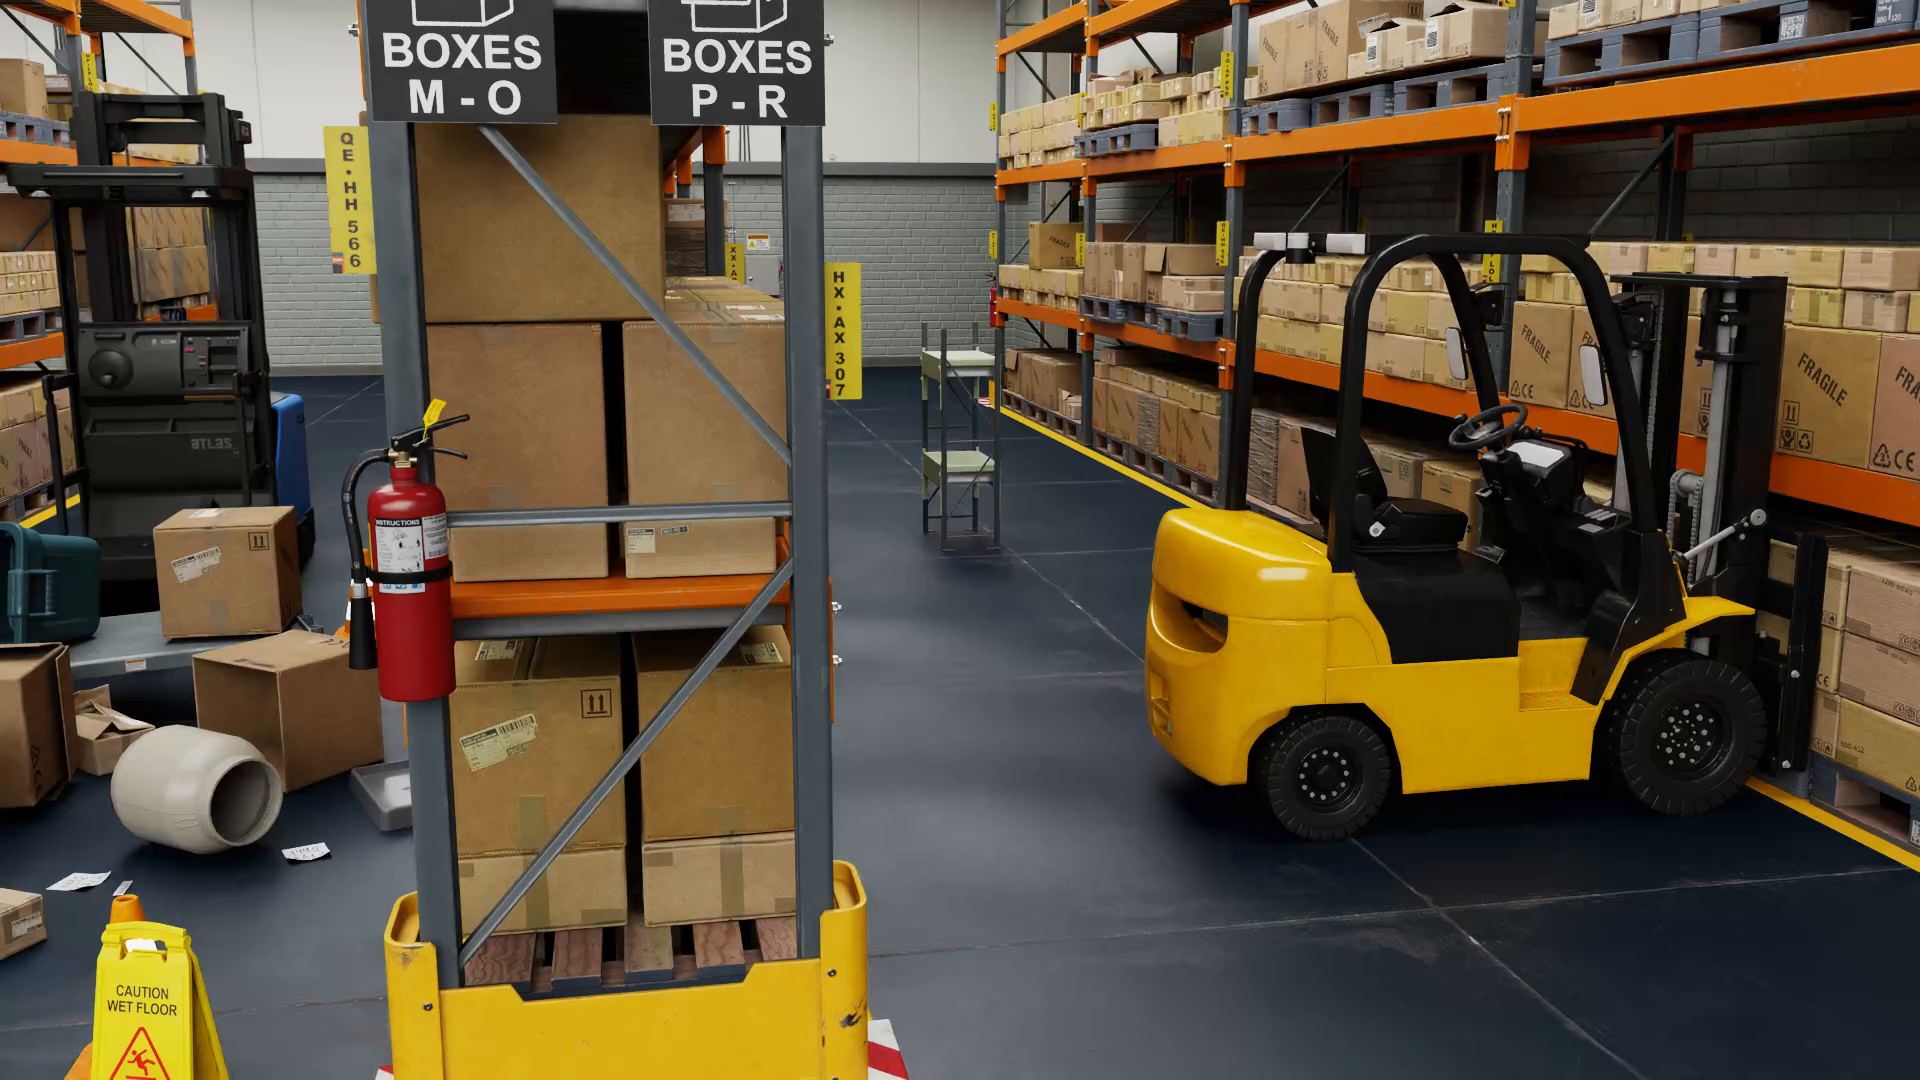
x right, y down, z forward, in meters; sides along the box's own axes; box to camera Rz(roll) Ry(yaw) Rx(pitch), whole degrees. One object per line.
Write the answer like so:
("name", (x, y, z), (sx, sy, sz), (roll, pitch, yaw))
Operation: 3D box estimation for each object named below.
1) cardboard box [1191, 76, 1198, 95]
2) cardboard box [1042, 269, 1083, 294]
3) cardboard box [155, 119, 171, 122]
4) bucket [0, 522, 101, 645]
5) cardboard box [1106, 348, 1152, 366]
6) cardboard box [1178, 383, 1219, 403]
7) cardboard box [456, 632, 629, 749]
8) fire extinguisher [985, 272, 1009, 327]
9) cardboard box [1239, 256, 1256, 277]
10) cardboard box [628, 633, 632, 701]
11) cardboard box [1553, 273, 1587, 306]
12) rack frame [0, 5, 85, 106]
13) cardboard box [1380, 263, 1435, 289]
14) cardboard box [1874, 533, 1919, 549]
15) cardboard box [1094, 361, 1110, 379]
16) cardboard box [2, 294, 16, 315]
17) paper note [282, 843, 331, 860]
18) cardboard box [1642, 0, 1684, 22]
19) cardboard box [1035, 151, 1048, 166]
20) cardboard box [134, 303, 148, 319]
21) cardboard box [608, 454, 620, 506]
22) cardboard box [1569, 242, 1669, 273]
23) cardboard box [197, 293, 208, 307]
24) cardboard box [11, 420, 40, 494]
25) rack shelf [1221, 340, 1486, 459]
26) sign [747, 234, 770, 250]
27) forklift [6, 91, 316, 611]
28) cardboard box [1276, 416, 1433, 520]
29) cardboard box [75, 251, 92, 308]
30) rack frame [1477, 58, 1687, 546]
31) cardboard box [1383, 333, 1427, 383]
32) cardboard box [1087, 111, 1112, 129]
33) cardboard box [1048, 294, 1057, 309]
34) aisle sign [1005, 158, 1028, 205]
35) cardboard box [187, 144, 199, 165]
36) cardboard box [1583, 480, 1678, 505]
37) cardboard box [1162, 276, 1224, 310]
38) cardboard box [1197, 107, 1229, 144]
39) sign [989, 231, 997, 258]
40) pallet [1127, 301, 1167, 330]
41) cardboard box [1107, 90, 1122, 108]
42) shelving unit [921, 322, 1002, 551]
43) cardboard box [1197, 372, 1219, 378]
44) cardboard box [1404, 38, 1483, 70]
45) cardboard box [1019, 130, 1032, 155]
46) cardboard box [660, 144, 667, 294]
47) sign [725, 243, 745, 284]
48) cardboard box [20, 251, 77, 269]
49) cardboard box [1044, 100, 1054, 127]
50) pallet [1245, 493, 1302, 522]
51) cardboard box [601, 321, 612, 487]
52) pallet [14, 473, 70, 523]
("cardboard box", (2.079, -3.644, 13.339), (0.380, 0.149, 0.250), (-2, 11, -12))
("cardboard box", (1.181, -2.777, 17.870), (0.500, 0.250, 0.500), (-2, 11, -11))
("cardboard box", (-8.230, -4.173, 16.641), (0.500, 0.250, 0.500), (-2, 11, -10))
("bucket", (-4.145, 0.213, 7.246), (0.726, 0.611, 0.620), (2, 1, 9))
("cardboard box", (1.622, -1.758, 15.945), (0.380, 0.149, 0.250), (-3, 11, -14))
("cardboard box", (2.051, -1.230, 13.966), (0.380, 0.149, 0.250), (-2, 11, -9))
("cardboard box", (-1.335, 0.488, 5.333), (0.500, 0.500, 0.500), (-2, 11, -9))
("fire extinguisher", (0.455, -2.959, 20.426), (0.296, 0.674, 0.183), (-2, 11, -11))
("cardboard box", (2.266, -2.002, 12.189), (0.380, 0.149, 0.250), (-2, 11, -9))
("cardboard box", (-1.632, 0.572, 6.901), (0.500, 0.250, 0.500), (-1, 11, -8))
("cardboard box", (3.127, -1.222, 8.091), (0.380, 0.149, 0.250), (-2, 11, -10))
("rack frame", (-7.989, -5.004, 13.920), (1.000, 3.000, 0.127), (-2, 11, -11))
("cardboard box", (2.752, -1.579, 9.968), (0.380, 0.149, 0.250), (-2, 11, -12))
("cardboard box", (3.954, 0.139, 6.502), (0.500, 0.250, 0.500), (-2, 11, -11))
("cardboard box", (1.524, -1.658, 16.214), (0.380, 0.149, 0.250), (-2, 11, -8))
("cardboard box", (-7.409, -1.787, 12.609), (0.380, 0.149, 0.250), (-2, 11, -13))
("paper note", (-2.304, 1.095, 5.863), (0.142, 0.019, 0.148), (-6, 13, -31))
("cardboard box", (3.210, -2.341, 7.231), (0.380, 0.149, 0.250), (-2, 11, -9))
("cardboard box", (1.027, -4.123, 17.987), (0.380, 0.149, 0.250), (-2, 11, -10))
("cardboard box", (-7.981, -2.188, 15.840), (0.380, 0.149, 0.250), (-2, 11, -10))
("cardboard box", (-1.280, -0.180, 5.294), (0.380, 0.149, 0.250), (-2, 11, -10))
("cardboard box", (3.199, -1.370, 8.074), (0.380, 0.149, 0.250), (-2, 11, -10))
("cardboard box", (-8.426, -2.618, 18.099), (0.380, 0.149, 0.250), (-2, 11, -11))
("cardboard box", (-7.304, -0.627, 12.529), (0.500, 0.500, 0.500), (-2, 11, -12))
("rack shelf", (2.882, -0.983, 10.762), (1.077, 0.370, 4.000), (-2, 11, -11))
("sign", (-3.056, -4.514, 25.180), (0.339, 0.242, 0.001), (-2, 11, -11))
("forklift", (-4.616, -1.080, 9.533), (1.130, 2.935, 3.031), (-2, 11, -10))
("cardboard box", (2.736, -0.508, 11.573), (0.875, 0.625, 0.625), (-2, 11, -9))
("cardboard box", (-7.838, -2.352, 14.970), (0.500, 0.500, 0.500), (-2, 11, -12))
("rack frame", (3.271, -0.969, 8.768), (1.000, 3.000, 0.127), (-2, 11, -11))
("cardboard box", (2.813, -1.071, 9.701), (0.500, 0.250, 0.500), (-2, 11, -11))
("cardboard box", (1.400, -3.924, 15.551), (0.380, 0.149, 0.250), (-2, 11, -10))
("cardboard box", (1.158, -2.551, 17.750), (0.380, 0.149, 0.250), (-2, 11, -12))
("aisle sign", (0.636, -4.449, 20.097), (0.394, 0.787, 0.004), (-2, 11, -11))
("cardboard box", (-8.419, -4.117, 17.682), (0.500, 0.250, 0.500), (-2, 11, -12))
("cardboard box", (3.147, -0.122, 7.871), (0.500, 0.250, 0.500), (-2, 11, -11))
("cardboard box", (1.971, -2.017, 13.552), (0.500, 0.250, 0.500), (-3, 11, -14))
("cardboard box", (2.155, -3.188, 12.804), (0.500, 0.250, 0.500), (-2, 11, -13))
("sign", (0.405, -3.576, 20.146), (0.100, 0.325, 0.005), (-2, 11, -11))
("pallet", (2.111, -1.965, 14.513), (1.003, 0.211, 1.213), (-2, 11, -11))
("cardboard box", (1.549, -3.977, 15.032), (0.380, 0.149, 0.250), (-2, 11, -12))
("shelving unit", (0.001, -0.736, 11.550), (0.431, 1.500, 0.755), (-2, 11, -11))
("cardboard box", (2.363, -1.441, 15.072), (0.380, 0.149, 0.250), (-2, 11, -10))
("cardboard box", (2.759, -2.766, 9.464), (0.380, 0.149, 0.250), (-2, 11, -11))
("cardboard box", (0.962, -4.438, 18.575), (0.500, 0.250, 0.500), (-2, 11, -13))
("cardboard box", (-1.384, -1.106, 5.749), (0.700, 0.500, 0.500), (-2, 11, -11))
("sign", (-1.066, -1.235, 7.846), (0.100, 0.325, 0.005), (-2, 11, -11))
("cardboard box", (-7.719, -2.366, 14.060), (0.380, 0.149, 0.250), (-2, 11, -8))
("cardboard box", (1.183, -4.498, 17.553), (0.500, 0.250, 0.500), (-2, 11, -10))
("pallet", (2.615, -0.181, 12.082), (1.003, 0.211, 1.213), (-2, 11, -11))
("cardboard box", (-1.288, -0.431, 4.878), (0.500, 0.500, 0.500), (-2, 11, -11))
("pallet", (-7.595, -0.320, 12.814), (1.003, 0.211, 1.213), (-2, 11, -11))
